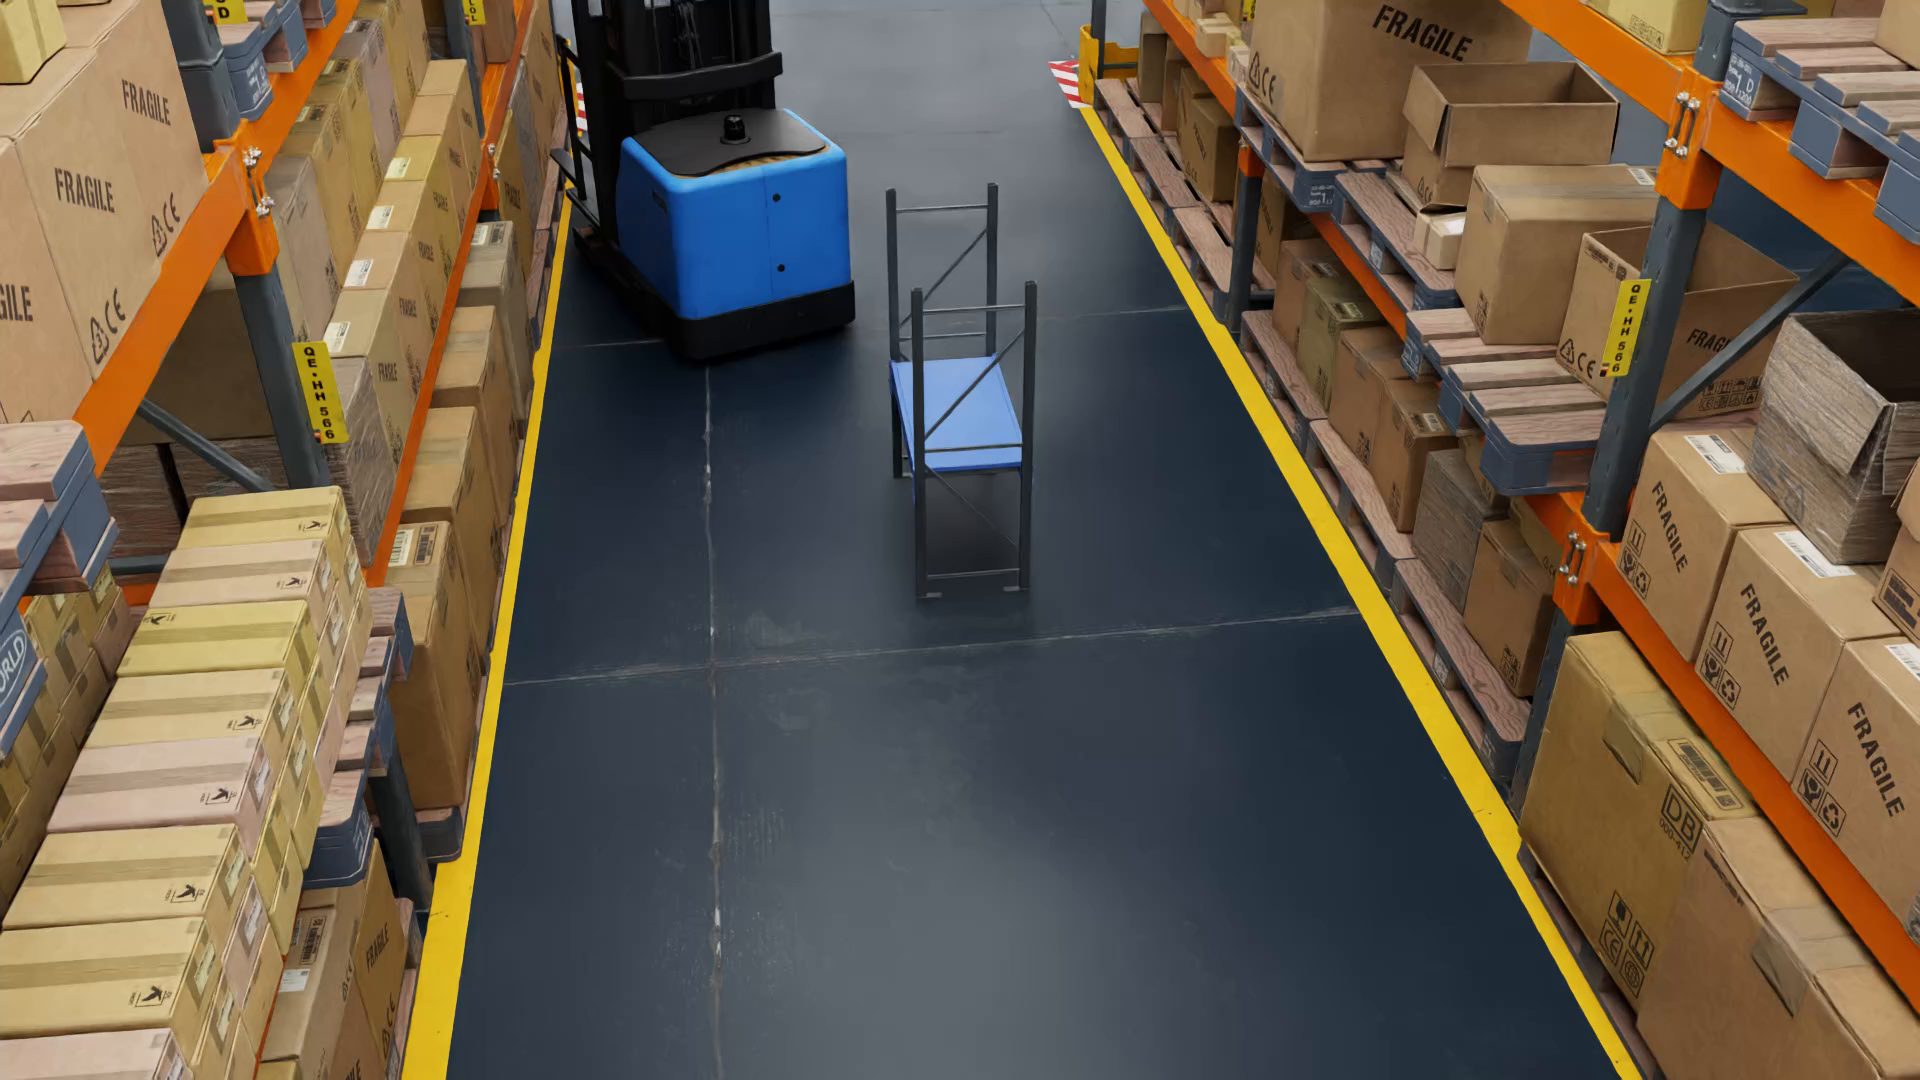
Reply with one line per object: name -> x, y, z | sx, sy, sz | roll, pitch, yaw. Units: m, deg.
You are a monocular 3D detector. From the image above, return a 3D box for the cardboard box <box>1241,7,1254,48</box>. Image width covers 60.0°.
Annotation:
cardboard box -> 2.030, -2.897, 8.984 | 0.875, 0.500, 0.500 | -4, 35, -6

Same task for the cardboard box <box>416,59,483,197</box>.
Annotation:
cardboard box -> -2.564, -1.928, 7.827 | 0.500, 0.500, 0.500 | -5, 35, -7

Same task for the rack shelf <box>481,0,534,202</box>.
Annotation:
rack shelf -> -3.168, -2.976, 10.093 | 1.077, 0.370, 4.000 | -4, 35, -6

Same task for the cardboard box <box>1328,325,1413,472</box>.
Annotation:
cardboard box -> 2.212, -0.702, 7.945 | 0.700, 0.500, 0.500 | -7, 35, -10

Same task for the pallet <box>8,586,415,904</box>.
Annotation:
pallet -> -2.160, 0.543, 4.459 | 1.213, 0.211, 1.003 | -4, 35, -6

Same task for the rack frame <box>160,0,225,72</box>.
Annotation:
rack frame -> -2.361, -2.404, 3.287 | 1.000, 3.000, 0.127 | -4, 35, -6

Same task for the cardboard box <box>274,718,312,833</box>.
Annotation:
cardboard box -> -1.735, 0.558, 3.853 | 0.380, 0.149, 0.250 | -4, 35, -6

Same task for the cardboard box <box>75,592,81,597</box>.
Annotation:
cardboard box -> -2.490, 0.034, 4.358 | 0.380, 0.149, 0.250 | -4, 35, -6

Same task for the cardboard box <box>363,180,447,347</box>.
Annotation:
cardboard box -> -2.357, -1.081, 6.584 | 0.500, 0.500, 0.500 | -5, 35, -7

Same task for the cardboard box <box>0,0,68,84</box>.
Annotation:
cardboard box -> -1.965, -1.031, 3.168 | 0.396, 0.266, 0.258 | -4, 35, -6

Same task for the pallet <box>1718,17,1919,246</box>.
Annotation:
pallet -> 2.707, -1.051, 4.133 | 1.213, 0.211, 1.003 | -3, 34, -4

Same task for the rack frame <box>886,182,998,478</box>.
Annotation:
rack frame -> -0.080, -0.951, 7.814 | 0.500, 1.500, 0.032 | -4, 35, -6

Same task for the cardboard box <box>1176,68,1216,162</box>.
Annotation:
cardboard box -> 1.739, -2.818, 11.068 | 0.500, 0.500, 0.500 | -1, 34, -2

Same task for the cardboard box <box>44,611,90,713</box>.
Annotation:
cardboard box -> -2.456, 0.318, 4.206 | 0.380, 0.149, 0.250 | -3, 34, -4

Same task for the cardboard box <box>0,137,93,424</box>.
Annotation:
cardboard box -> -1.889, -0.349, 2.847 | 0.500, 0.500, 0.500 | -4, 35, -6

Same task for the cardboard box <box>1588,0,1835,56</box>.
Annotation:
cardboard box -> 2.261, -1.669, 5.005 | 0.500, 0.250, 0.500 | -4, 35, -6

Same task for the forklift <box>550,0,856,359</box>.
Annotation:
forklift -> -1.747, -3.004, 9.555 | 1.130, 2.935, 3.031 | -17, 38, -23

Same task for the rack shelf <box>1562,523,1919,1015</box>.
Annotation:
rack shelf -> 2.836, 1.169, 4.010 | 1.077, 0.370, 4.000 | -4, 35, -6

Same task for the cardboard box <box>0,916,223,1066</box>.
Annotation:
cardboard box -> -1.635, 0.865, 3.139 | 0.380, 0.149, 0.250 | -3, 34, -5

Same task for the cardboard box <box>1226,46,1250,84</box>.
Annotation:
cardboard box -> 1.685, -2.611, 9.141 | 0.380, 0.149, 0.250 | -4, 35, -6

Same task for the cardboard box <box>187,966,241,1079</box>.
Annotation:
cardboard box -> -1.633, 0.987, 3.224 | 0.380, 0.149, 0.250 | -5, 35, -7

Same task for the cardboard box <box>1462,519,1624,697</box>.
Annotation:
cardboard box -> 2.458, 0.234, 6.572 | 0.700, 0.500, 0.500 | -6, 35, -9

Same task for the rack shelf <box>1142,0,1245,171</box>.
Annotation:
rack shelf -> 1.761, -3.296, 10.561 | 1.077, 0.370, 4.000 | -4, 35, -6

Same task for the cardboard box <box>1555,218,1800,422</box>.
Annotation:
cardboard box -> 2.455, -0.758, 5.737 | 0.500, 0.500, 0.500 | -9, 35, -12

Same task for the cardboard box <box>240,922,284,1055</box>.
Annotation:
cardboard box -> -1.672, 0.962, 3.526 | 0.380, 0.149, 0.250 | -3, 34, -5

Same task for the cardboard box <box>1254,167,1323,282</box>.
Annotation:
cardboard box -> 2.015, -1.844, 9.638 | 0.500, 0.500, 0.500 | -5, 35, -8

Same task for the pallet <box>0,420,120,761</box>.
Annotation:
pallet -> -1.943, 0.214, 2.276 | 1.213, 0.211, 1.003 | -4, 35, -6

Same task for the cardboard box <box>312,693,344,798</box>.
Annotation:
cardboard box -> -1.773, 0.528, 4.162 | 0.380, 0.149, 0.250 | -4, 34, -6

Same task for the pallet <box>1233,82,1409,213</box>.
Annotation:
pallet -> 1.988, -1.960, 8.133 | 1.003, 0.211, 1.213 | -4, 35, -6

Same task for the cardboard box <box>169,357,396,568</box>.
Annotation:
cardboard box -> -2.154, -0.238, 5.346 | 0.500, 0.500, 0.500 | -4, 34, -6

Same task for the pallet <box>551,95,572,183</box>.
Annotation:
pallet -> -3.252, -2.797, 11.667 | 1.003, 0.211, 1.213 | -4, 35, -6

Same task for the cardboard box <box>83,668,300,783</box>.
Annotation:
cardboard box -> -1.734, 0.433, 3.773 | 0.380, 0.149, 0.250 | -3, 34, -5

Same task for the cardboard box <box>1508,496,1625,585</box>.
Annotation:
cardboard box -> 2.448, -0.075, 6.360 | 0.500, 0.250, 0.500 | -3, 34, -4

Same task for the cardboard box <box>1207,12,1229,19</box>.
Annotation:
cardboard box -> 1.664, -3.036, 9.764 | 0.380, 0.149, 0.250 | -4, 35, -6

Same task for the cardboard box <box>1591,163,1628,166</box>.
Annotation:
cardboard box -> 2.570, -1.309, 6.767 | 0.500, 0.250, 0.500 | -5, 35, -8

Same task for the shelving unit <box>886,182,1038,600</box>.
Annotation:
shelving unit -> -0.011, -0.667, 7.397 | 0.538, 1.500, 1.048 | -4, 35, -6

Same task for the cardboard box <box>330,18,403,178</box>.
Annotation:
cardboard box -> -2.688, -1.766, 6.702 | 0.700, 0.500, 0.500 | -4, 34, -6

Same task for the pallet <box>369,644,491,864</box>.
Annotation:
pallet -> -2.392, 0.781, 6.416 | 1.003, 0.211, 1.213 | -4, 35, -6

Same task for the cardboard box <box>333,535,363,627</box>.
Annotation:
cardboard box -> -1.843, 0.123, 4.492 | 0.380, 0.149, 0.250 | -4, 34, -5

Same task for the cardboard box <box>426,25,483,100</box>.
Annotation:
cardboard box -> -2.960, -2.424, 8.511 | 0.875, 0.550, 0.550 | -4, 35, -6

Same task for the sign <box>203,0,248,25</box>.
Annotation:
sign -> -1.823, -1.419, 4.045 | 0.100, 0.325, 0.005 | -4, 35, -6

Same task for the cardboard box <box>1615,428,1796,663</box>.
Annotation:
cardboard box -> 2.363, 0.006, 4.989 | 0.500, 0.500, 0.500 | -3, 34, -5

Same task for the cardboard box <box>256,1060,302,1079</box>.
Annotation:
cardboard box -> -1.878, 1.552, 3.990 | 0.500, 0.250, 0.500 | -4, 34, -5

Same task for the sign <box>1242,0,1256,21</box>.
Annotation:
sign -> 1.493, -2.789, 8.410 | 0.100, 0.325, 0.005 | -4, 35, -6

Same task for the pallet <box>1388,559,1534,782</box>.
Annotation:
pallet -> 2.464, 0.471, 6.871 | 1.003, 0.211, 1.213 | -4, 35, -6

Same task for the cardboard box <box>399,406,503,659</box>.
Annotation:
cardboard box -> -2.475, -0.004, 6.716 | 1.050, 0.750, 0.750 | -4, 34, -6

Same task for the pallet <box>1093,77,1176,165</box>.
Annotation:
pallet -> 1.576, -3.058, 12.050 | 1.003, 0.211, 1.213 | -4, 35, -6

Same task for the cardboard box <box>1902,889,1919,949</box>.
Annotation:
cardboard box -> 2.573, 0.858, 3.738 | 0.500, 0.500, 0.500 | -4, 35, -6

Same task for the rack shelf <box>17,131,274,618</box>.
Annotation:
rack shelf -> -2.092, 0.248, 2.697 | 1.077, 0.370, 4.000 | -4, 35, -6

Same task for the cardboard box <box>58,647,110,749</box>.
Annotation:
cardboard box -> -2.465, 0.420, 4.321 | 0.380, 0.149, 0.250 | -3, 34, -4

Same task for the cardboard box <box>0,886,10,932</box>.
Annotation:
cardboard box -> -2.352, 0.869, 3.661 | 0.380, 0.149, 0.250 | -3, 34, -5

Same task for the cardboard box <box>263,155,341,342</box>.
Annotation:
cardboard box -> -2.481, -0.913, 5.450 | 0.700, 0.500, 0.500 | -5, 35, -7

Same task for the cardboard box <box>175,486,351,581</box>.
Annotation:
cardboard box -> -1.841, -0.002, 4.411 | 0.380, 0.149, 0.250 | -6, 35, -8

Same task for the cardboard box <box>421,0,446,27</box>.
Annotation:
cardboard box -> -2.915, -2.874, 8.212 | 0.875, 0.550, 0.550 | -4, 35, -6

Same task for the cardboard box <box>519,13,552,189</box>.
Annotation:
cardboard box -> -3.160, -2.821, 10.740 | 0.875, 0.875, 0.875 | -5, 35, -7

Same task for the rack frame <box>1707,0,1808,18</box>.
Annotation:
rack frame -> 2.567, -2.724, 3.756 | 1.000, 3.000, 0.127 | -4, 35, -6

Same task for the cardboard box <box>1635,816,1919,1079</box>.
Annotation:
cardboard box -> 2.752, 1.345, 4.627 | 1.225, 0.875, 0.875 | -4, 35, -6
